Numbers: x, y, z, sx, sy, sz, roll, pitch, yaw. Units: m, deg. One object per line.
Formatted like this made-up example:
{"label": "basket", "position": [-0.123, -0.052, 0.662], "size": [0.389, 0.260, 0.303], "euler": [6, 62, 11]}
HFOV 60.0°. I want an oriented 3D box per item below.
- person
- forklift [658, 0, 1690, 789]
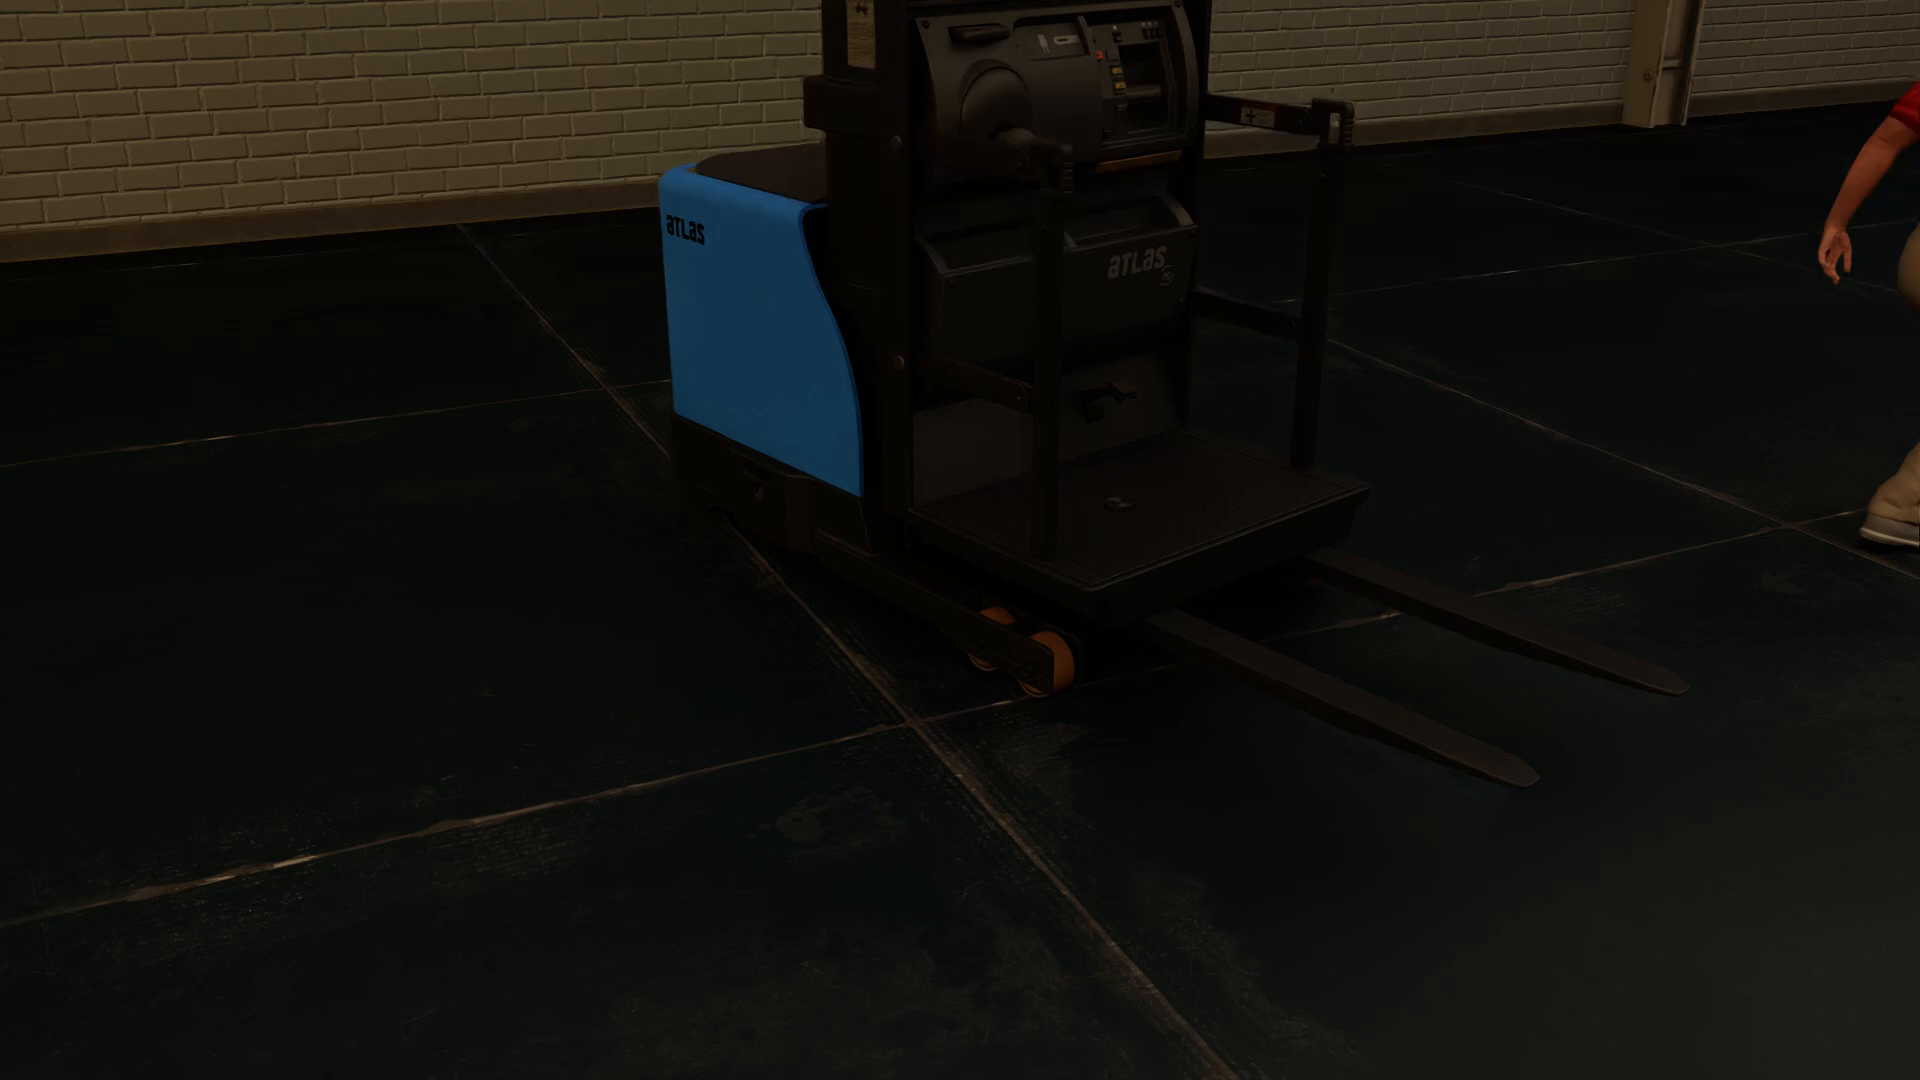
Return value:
{"label": "person", "position": [3.012, -0.759, 4.845], "size": [0.914, 1.714, 0.579], "euler": [-10, 25, -23]}
{"label": "forklift", "position": [0.407, -1.177, 4.119], "size": [1.130, 2.935, 3.031], "euler": [-18, 29, -37]}
